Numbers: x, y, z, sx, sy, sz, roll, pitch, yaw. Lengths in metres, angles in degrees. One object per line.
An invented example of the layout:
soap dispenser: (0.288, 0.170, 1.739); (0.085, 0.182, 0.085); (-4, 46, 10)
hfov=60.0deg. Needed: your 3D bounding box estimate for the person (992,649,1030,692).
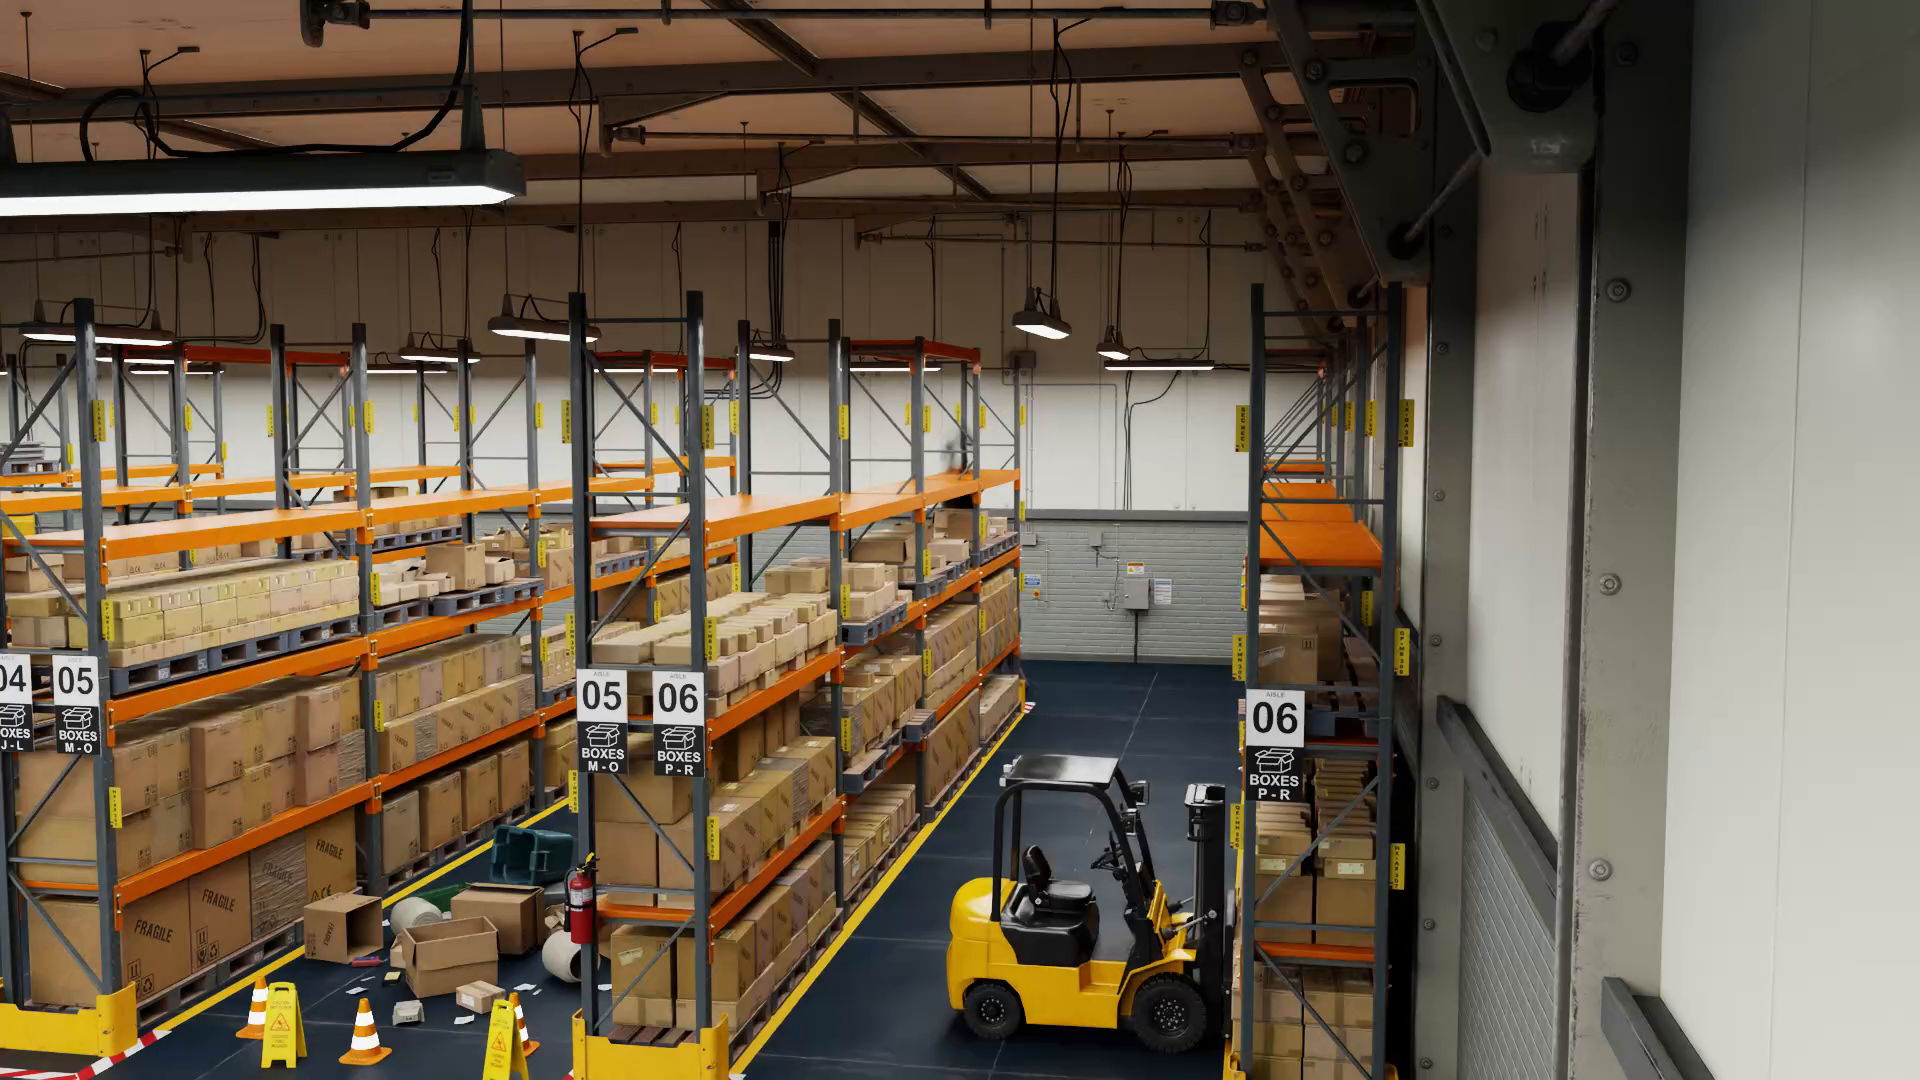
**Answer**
person: (0.745, 1.913, 29.627); (0.697, 1.667, 0.938); (-5, 6, -45)
